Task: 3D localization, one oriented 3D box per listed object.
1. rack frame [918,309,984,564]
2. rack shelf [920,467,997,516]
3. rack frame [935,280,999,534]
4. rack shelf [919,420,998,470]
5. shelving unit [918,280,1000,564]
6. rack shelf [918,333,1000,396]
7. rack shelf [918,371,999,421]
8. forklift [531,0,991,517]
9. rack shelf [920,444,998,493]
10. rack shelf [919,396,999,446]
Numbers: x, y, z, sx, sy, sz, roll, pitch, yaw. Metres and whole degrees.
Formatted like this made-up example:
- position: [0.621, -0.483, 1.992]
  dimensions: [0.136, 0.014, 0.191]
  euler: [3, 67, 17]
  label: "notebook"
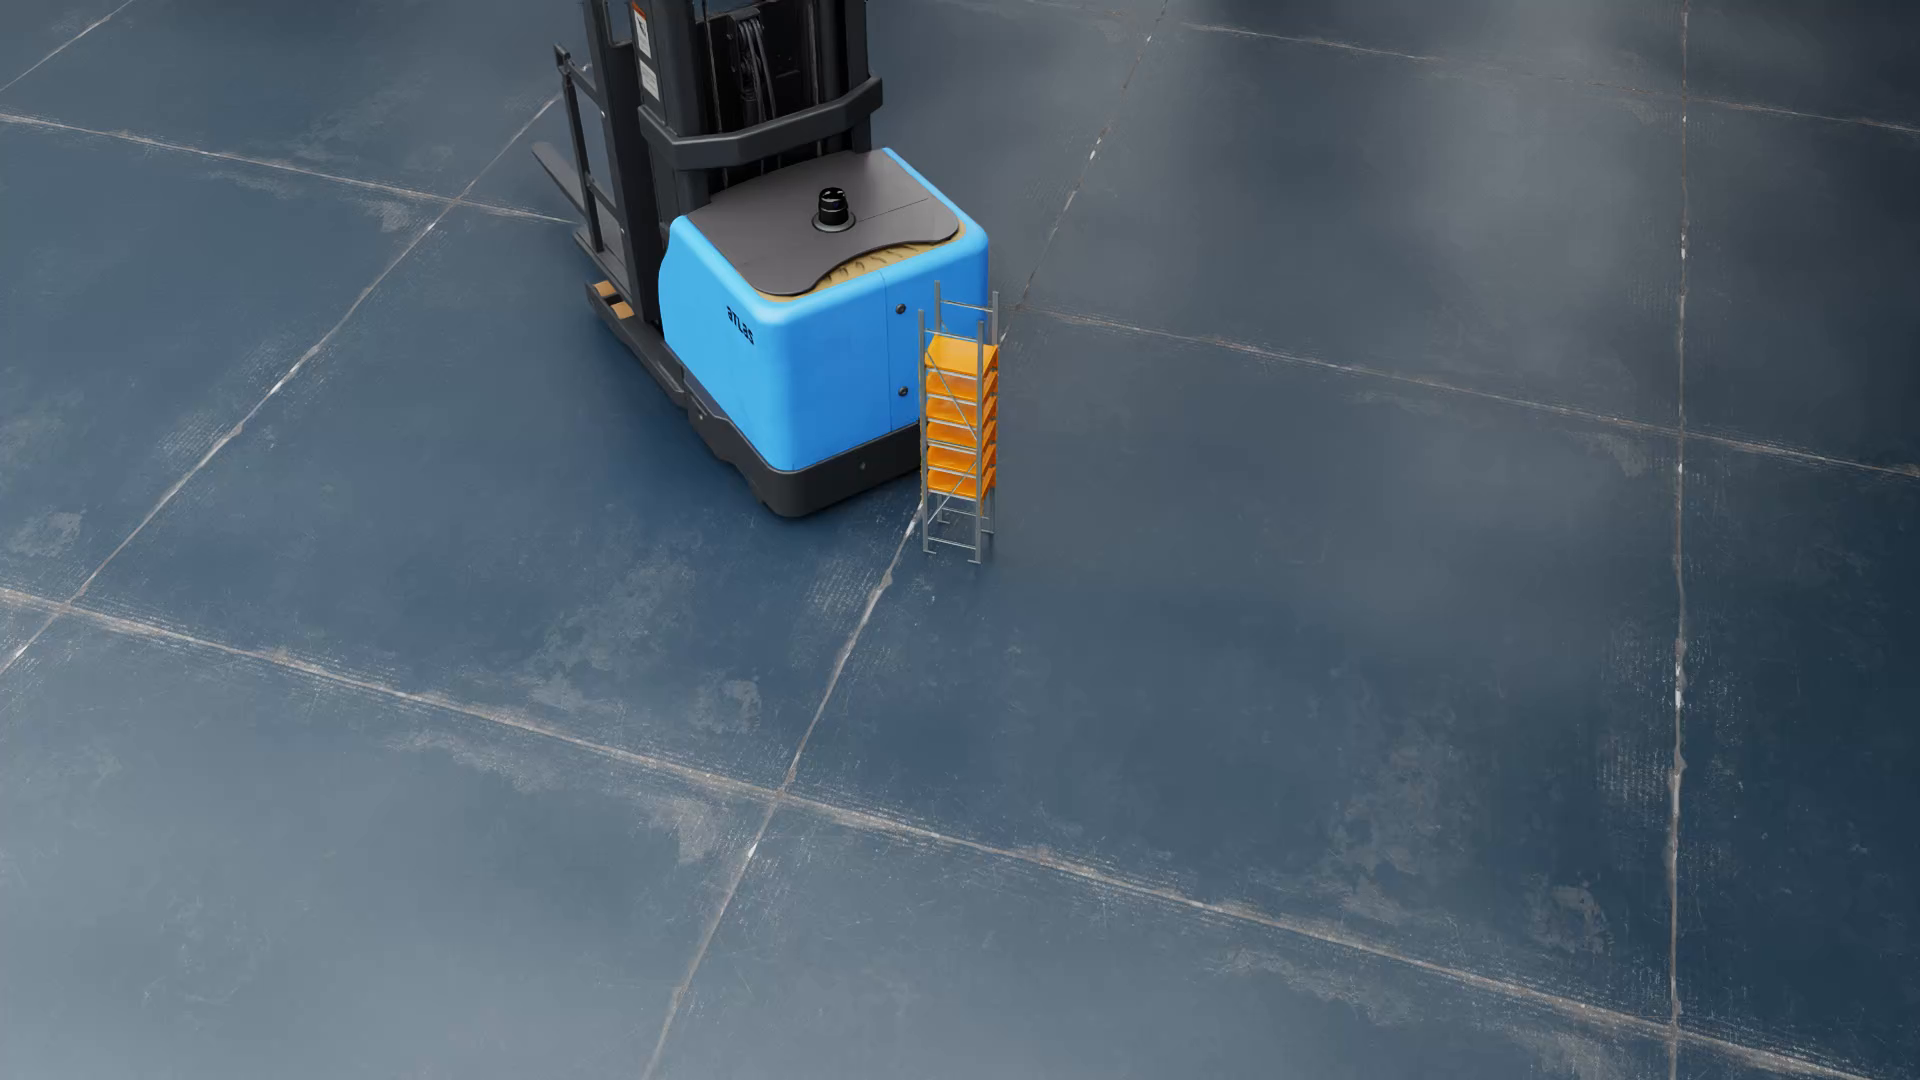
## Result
- position: [-0.032, -0.358, 6.258]
  dimensions: [0.240, 1.200, 0.006]
  euler: [13, 46, 12]
  label: "rack frame"
- position: [-0.004, -0.216, 6.519]
  dimensions: [0.258, 0.103, 0.180]
  euler: [13, 46, 12]
  label: "rack shelf"
- position: [0.023, -0.480, 6.383]
  dimensions: [0.240, 1.200, 0.006]
  euler: [13, 46, 12]
  label: "rack frame"
- position: [-0.004, -0.387, 6.352]
  dimensions: [0.258, 0.103, 0.180]
  euler: [13, 46, 12]
  label: "rack shelf"
- position: [-0.004, -0.419, 6.321]
  dimensions: [0.258, 1.200, 0.189]
  euler: [13, 46, 12]
  label: "shelving unit"
- position: [-0.004, -0.645, 6.100]
  dimensions: [0.258, 0.103, 0.180]
  euler: [13, 46, 12]
  label: "rack shelf"
- position: [-0.004, -0.559, 6.184]
  dimensions: [0.258, 0.103, 0.180]
  euler: [13, 46, 12]
  label: "rack shelf"
- position: [-1.092, -2.147, 6.849]
  dimensions: [1.130, 2.935, 3.031]
  euler: [-24, 49, -23]
  label: "forklift"
- position: [-0.004, -0.302, 6.436]
  dimensions: [0.258, 0.103, 0.180]
  euler: [13, 46, 12]
  label: "rack shelf"
- position: [-0.004, -0.473, 6.268]
  dimensions: [0.258, 0.103, 0.180]
  euler: [13, 46, 12]
  label: "rack shelf"
